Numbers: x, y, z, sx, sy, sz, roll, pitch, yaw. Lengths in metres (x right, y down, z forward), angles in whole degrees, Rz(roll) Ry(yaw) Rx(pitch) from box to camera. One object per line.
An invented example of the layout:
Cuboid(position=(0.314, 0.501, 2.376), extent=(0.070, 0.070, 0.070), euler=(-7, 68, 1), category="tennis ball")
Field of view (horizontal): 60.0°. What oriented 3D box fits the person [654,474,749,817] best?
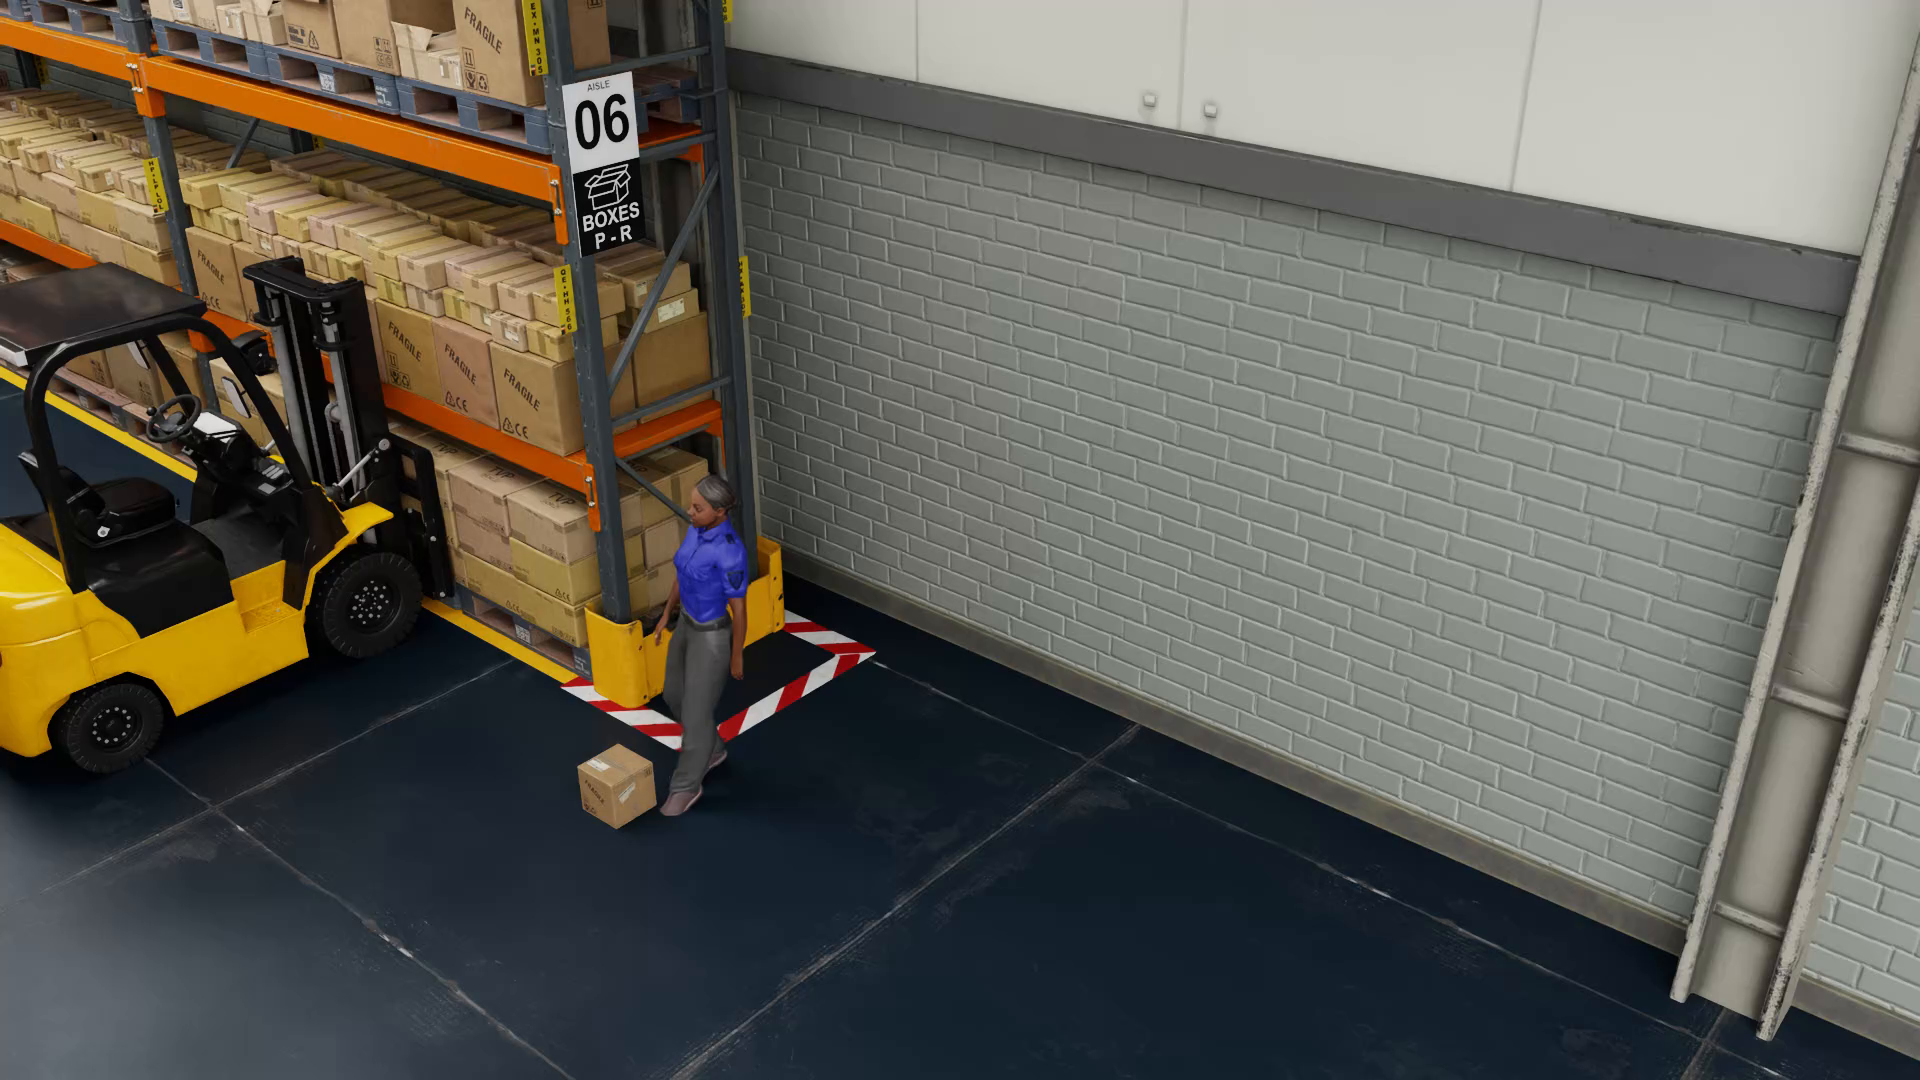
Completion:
Cuboid(position=(-1.257, 0.505, 7.724), extent=(0.581, 1.731, 0.489), euler=(-14, 31, -26), category="person")
